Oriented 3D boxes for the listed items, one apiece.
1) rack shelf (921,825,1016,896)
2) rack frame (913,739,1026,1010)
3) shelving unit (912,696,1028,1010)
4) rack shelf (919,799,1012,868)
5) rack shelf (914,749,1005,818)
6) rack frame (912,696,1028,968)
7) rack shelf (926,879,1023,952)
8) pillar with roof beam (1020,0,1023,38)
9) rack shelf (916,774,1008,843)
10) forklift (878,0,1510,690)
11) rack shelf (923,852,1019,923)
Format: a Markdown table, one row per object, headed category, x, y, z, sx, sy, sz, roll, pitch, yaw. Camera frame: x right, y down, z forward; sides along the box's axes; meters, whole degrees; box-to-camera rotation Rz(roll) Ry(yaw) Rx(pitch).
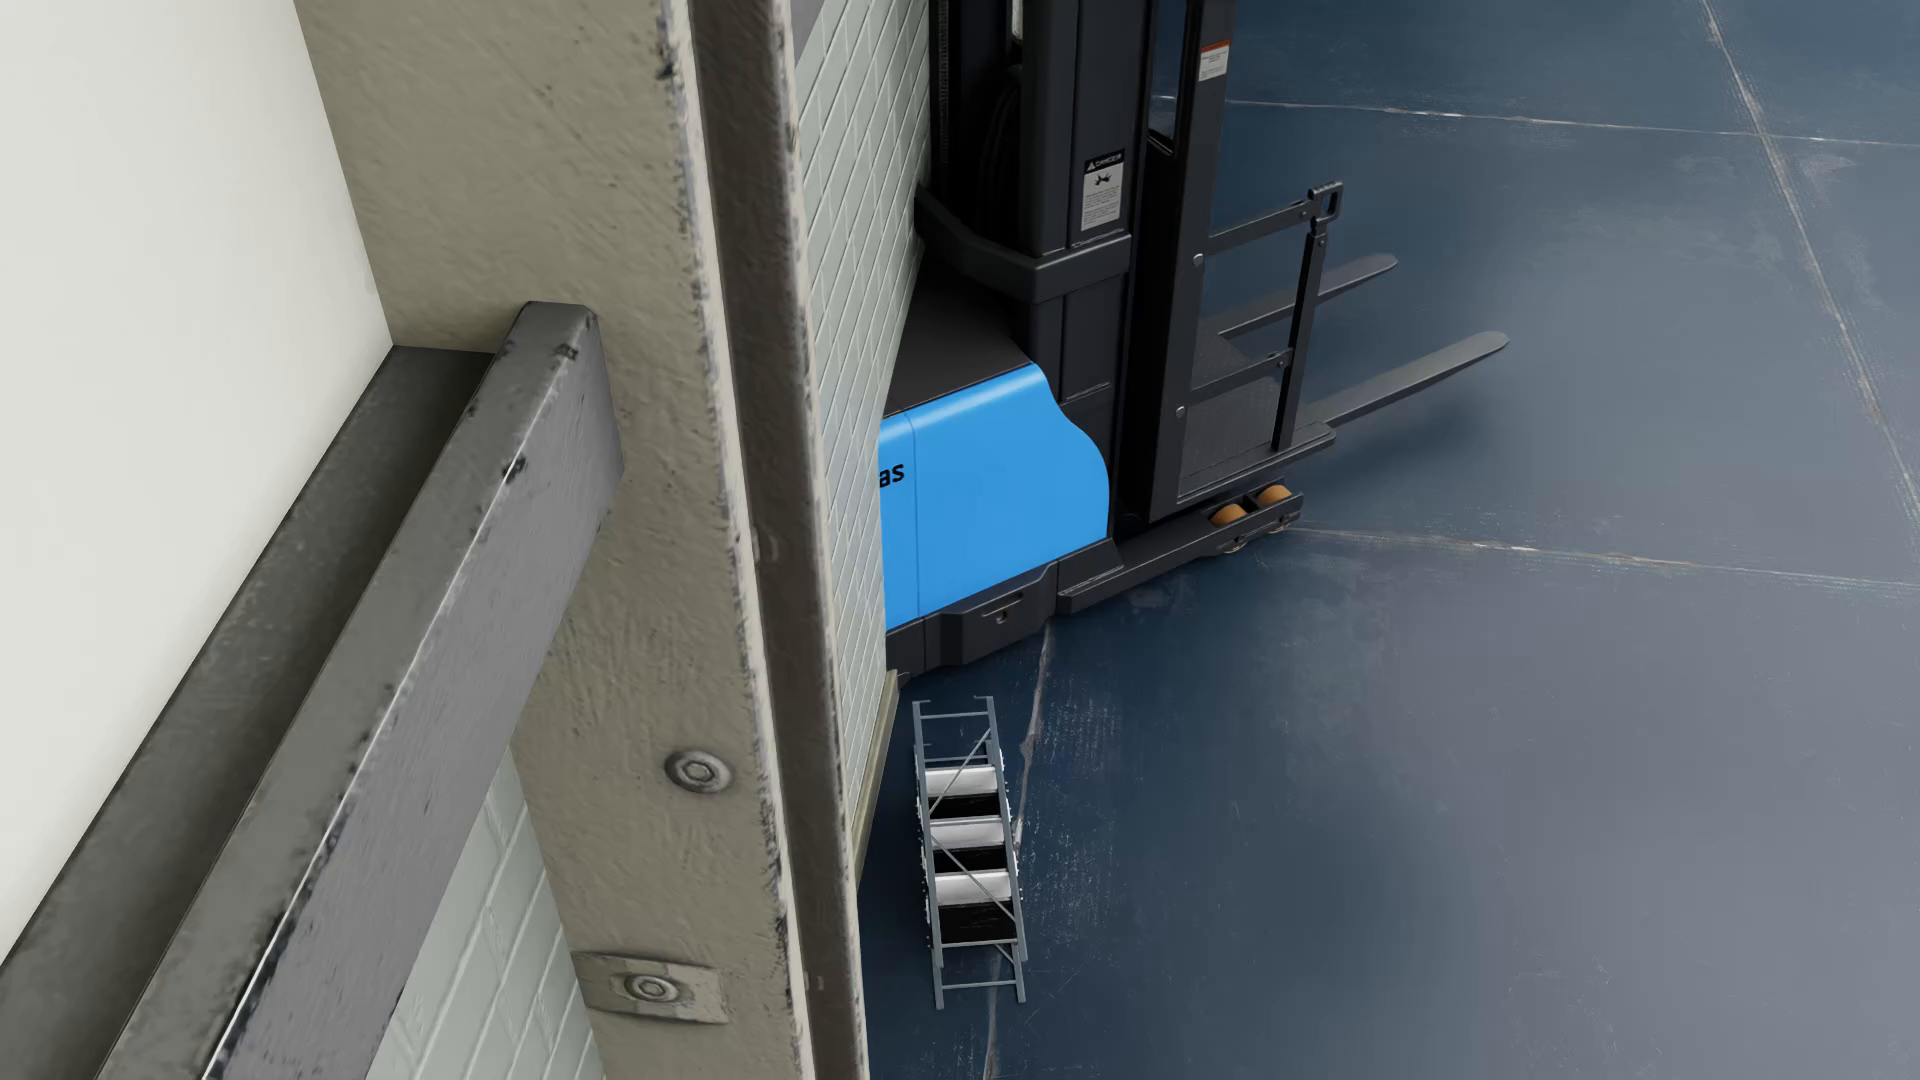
| category | x | y | z | sx | sy | sz | roll | pitch | yaw |
| --- | --- | --- | --- | --- | --- | --- | --- | --- | --- |
| rack shelf | 0.022 | 0.896 | 4.646 | 0.258 | 0.200 | 0.077 | -3 | 44 | -4 |
| rack frame | 0.017 | 0.930 | 4.757 | 0.240 | 0.006 | 0.900 | -3 | 44 | -4 |
| shelving unit | 0.017 | 0.857 | 4.686 | 0.258 | 0.210 | 0.900 | -3 | 44 | -4 |
| rack shelf | 0.014 | 0.834 | 4.710 | 0.258 | 0.200 | 0.077 | -3 | 44 | -4 |
| rack shelf | -0.002 | 0.710 | 4.839 | 0.258 | 0.200 | 0.077 | -3 | 44 | -4 |
| rack frame | 0.017 | 0.784 | 4.616 | 0.240 | 0.006 | 0.900 | -3 | 44 | -4 |
| rack shelf | 0.038 | 1.021 | 4.517 | 0.258 | 0.200 | 0.077 | -3 | 44 | -4 |
| pillar with roof beam | 4.712 | -5.061 | 4.550 | 9.100 | 9.000 | 0.400 | 5 | 44 | 6 |
| rack shelf | 0.006 | 0.772 | 4.775 | 0.258 | 0.200 | 0.077 | -3 | 44 | -4 |
| forklift | 0.590 | -1.310 | 5.001 | 3.031 | 2.935 | 1.130 | -23 | 48 | -22 |
| rack shelf | 0.030 | 0.959 | 4.581 | 0.258 | 0.200 | 0.077 | -3 | 44 | -4 |
